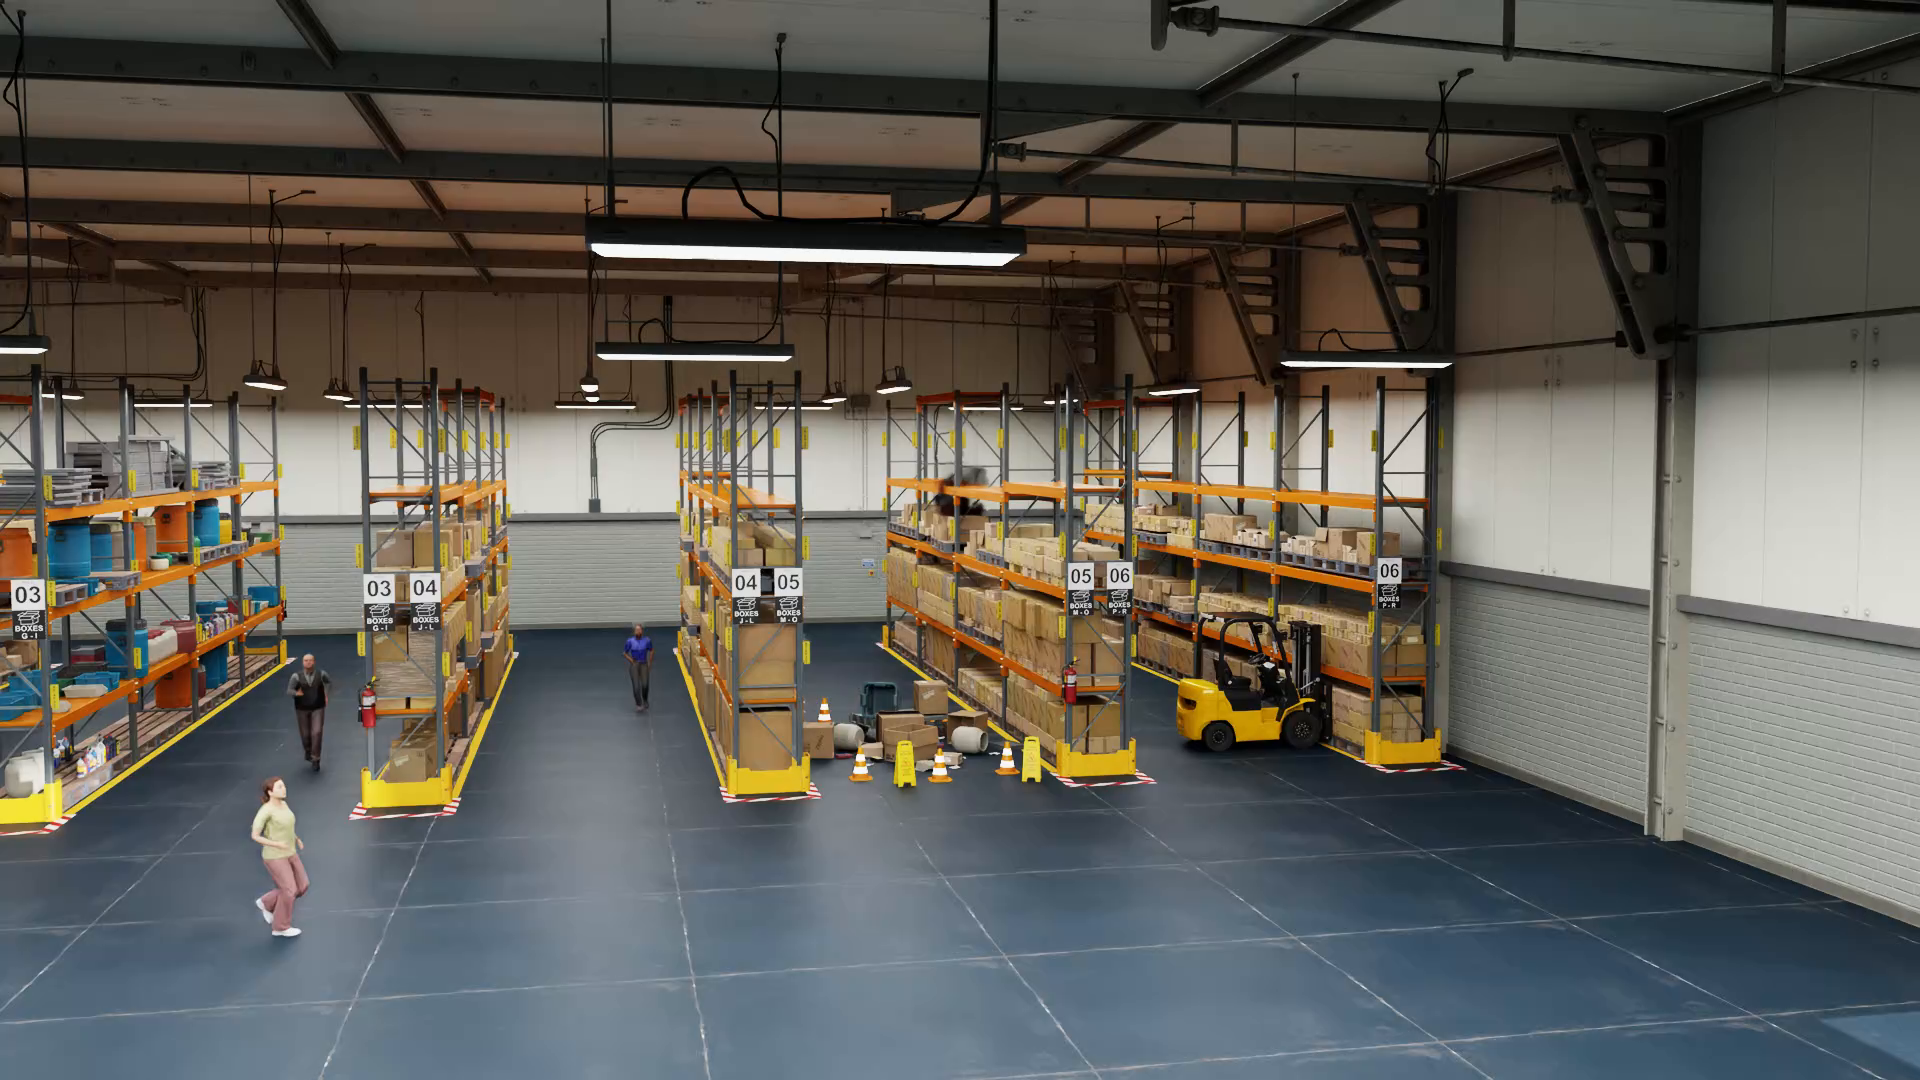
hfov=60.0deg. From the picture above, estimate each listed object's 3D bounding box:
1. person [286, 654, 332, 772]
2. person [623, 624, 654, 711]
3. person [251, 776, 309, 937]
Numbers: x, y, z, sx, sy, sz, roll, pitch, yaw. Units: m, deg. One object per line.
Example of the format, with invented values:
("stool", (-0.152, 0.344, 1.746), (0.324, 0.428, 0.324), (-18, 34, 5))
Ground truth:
("person", (-9.931, 2.605, 25.403), (0.657, 1.724, 0.950), (-1, 4, -20))
("person", (-5.923, 2.371, 30.677), (0.576, 1.599, 0.573), (-1, 3, -12))
("person", (-6.901, 3.188, 16.783), (0.567, 1.620, 0.564), (1, 3, 12))
